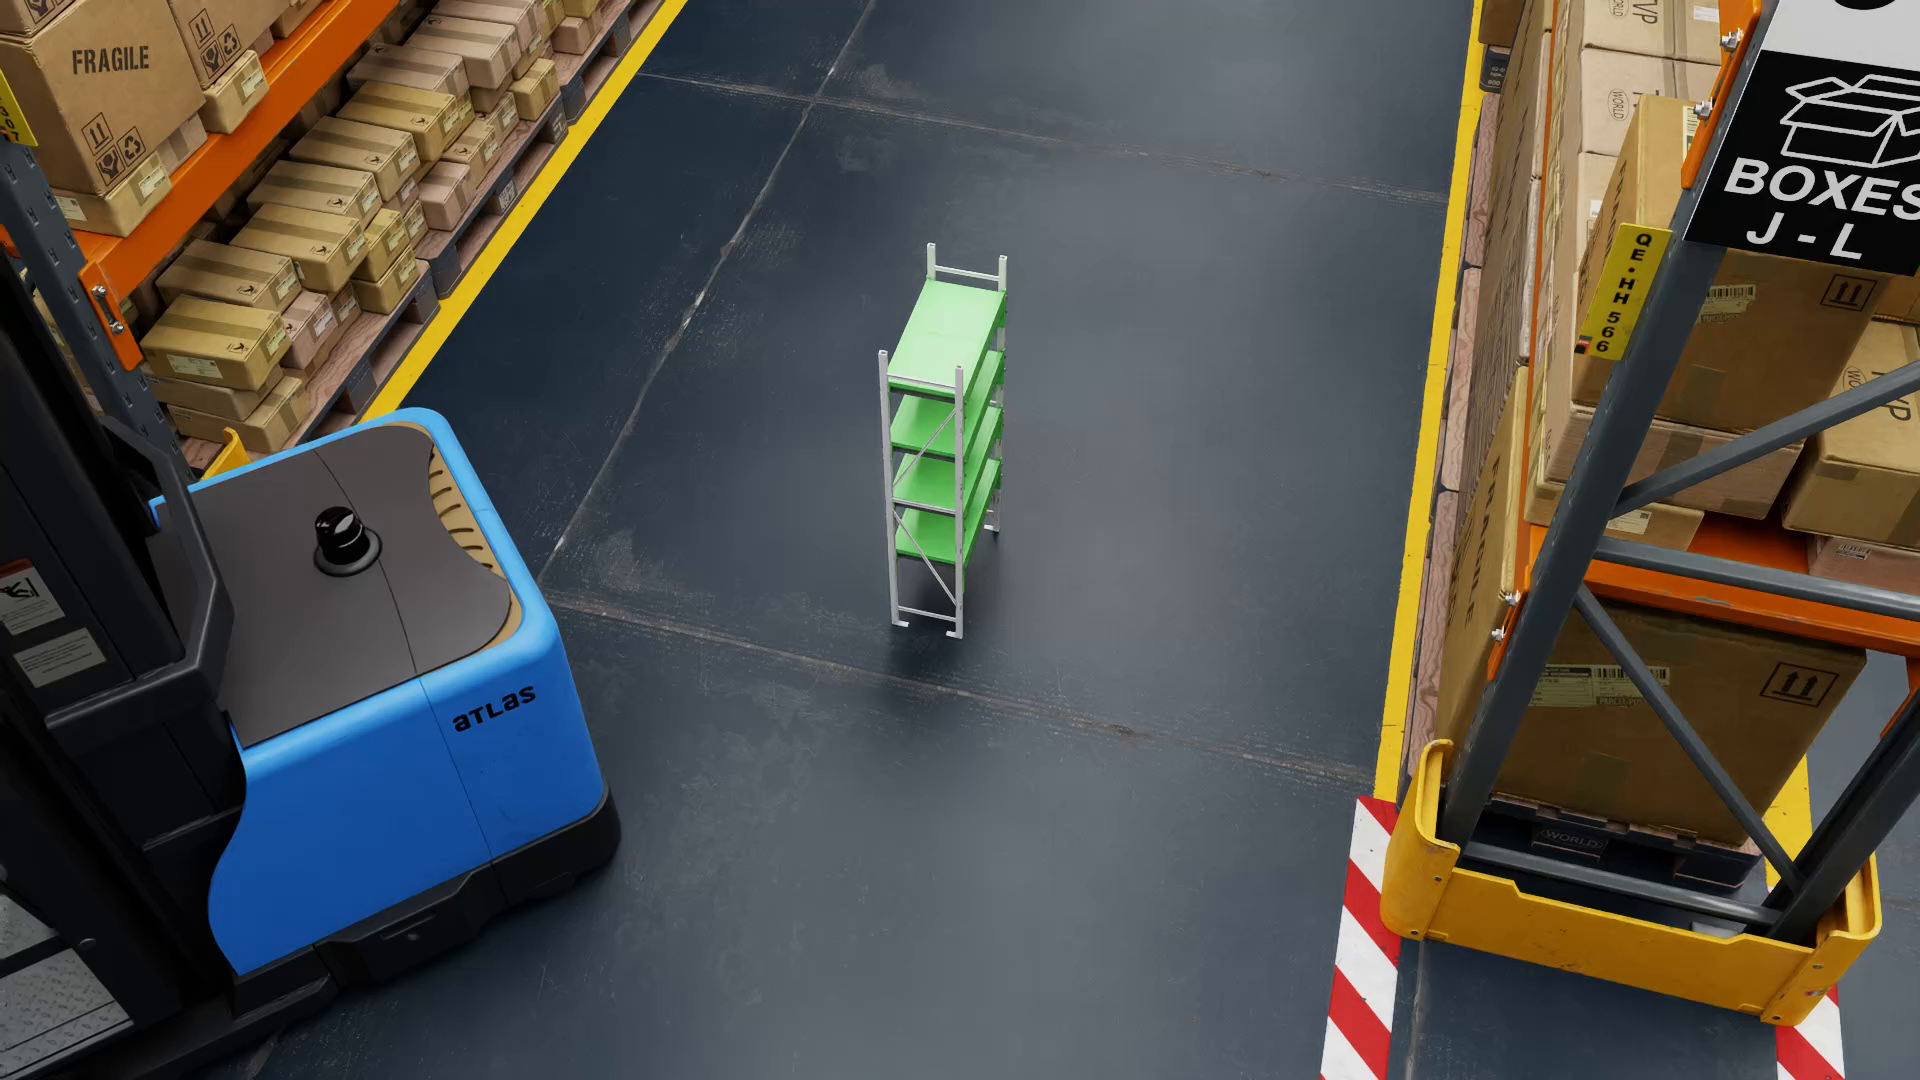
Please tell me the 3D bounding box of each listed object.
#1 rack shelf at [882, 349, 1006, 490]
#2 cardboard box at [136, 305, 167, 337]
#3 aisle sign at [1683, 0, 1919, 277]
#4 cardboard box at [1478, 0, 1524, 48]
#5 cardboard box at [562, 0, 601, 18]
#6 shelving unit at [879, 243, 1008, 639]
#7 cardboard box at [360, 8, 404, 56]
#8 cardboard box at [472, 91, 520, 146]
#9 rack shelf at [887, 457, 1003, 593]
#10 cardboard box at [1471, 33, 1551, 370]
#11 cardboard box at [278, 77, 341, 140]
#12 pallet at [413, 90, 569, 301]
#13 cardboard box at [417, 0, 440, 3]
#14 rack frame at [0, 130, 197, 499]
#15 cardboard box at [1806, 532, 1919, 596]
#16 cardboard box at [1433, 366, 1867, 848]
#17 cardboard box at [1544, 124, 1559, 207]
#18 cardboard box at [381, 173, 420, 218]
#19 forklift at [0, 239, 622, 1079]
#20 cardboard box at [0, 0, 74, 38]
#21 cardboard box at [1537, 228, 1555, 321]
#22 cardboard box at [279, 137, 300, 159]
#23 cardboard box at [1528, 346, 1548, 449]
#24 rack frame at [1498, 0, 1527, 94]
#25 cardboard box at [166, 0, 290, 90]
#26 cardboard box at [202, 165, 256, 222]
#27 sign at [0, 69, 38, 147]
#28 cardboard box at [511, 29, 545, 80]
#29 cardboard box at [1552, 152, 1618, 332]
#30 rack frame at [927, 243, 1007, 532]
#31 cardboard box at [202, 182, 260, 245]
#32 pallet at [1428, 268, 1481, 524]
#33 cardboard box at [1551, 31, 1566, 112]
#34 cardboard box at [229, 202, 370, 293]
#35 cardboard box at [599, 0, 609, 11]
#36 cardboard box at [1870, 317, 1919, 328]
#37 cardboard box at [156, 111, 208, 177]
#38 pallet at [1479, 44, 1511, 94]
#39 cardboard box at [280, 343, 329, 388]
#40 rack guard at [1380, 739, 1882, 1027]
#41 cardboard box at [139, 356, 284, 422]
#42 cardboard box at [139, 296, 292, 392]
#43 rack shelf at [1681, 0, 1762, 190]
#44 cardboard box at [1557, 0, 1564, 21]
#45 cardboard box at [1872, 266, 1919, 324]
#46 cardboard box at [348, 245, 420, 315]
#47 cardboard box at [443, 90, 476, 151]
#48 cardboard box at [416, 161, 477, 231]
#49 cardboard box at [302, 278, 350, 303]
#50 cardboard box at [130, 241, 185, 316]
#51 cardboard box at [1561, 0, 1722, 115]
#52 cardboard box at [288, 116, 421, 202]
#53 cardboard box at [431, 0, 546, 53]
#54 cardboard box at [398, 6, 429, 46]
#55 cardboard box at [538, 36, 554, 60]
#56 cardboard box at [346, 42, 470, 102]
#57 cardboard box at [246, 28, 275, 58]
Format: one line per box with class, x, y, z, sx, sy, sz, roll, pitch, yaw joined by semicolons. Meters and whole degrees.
rack shelf;-0.044;-0.394;5.062;0.258;0.148;0.480;12;50;10
cardboard box;-2.963;-0.862;5.933;0.380;0.149;0.250;11;49;9
aisle sign;1.503;-0.767;2.693;0.394;0.787;0.004;12;50;10
cardboard box;3.014;-2.696;7.266;1.225;0.875;0.875;12;50;10
cardboard box;-1.783;-2.453;7.337;0.380;0.149;0.250;10;49;9
shelving unit;-0.044;-0.277;5.194;0.258;1.200;0.503;12;50;10
cardboard box;-2.518;-2.075;6.805;0.380;0.149;0.250;10;49;8
cardboard box;-2.074;-1.766;6.929;0.380;0.149;0.250;12;50;11
rack shelf;-0.044;-0.076;5.422;0.258;0.148;0.480;12;50;10
cardboard box;2.377;-1.116;5.872;0.875;0.875;0.875;12;50;10
cardboard box;-2.662;-1.709;6.482;0.380;0.149;0.250;10;49;9
pallet;-2.356;-1.544;6.972;1.003;0.211;1.213;12;50;10
cardboard box;-2.380;-2.456;7.141;0.380;0.149;0.250;10;49;9
rack frame;-2.947;-0.952;4.589;1.000;3.000;0.127;12;50;10
cardboard box;2.223;-0.008;3.924;0.380;0.149;0.250;12;50;10
cardboard box;1.903;0.185;4.723;0.875;0.875;0.875;12;50;10
cardboard box;1.923;-1.066;4.858;0.380;0.149;0.250;12;50;10
cardboard box;-2.305;-1.330;6.346;0.380;0.149;0.250;9;49;8
forklift;-2.527;0.215;3.606;3.031;2.935;1.130;-24;53;-20
cardboard box;-2.573;-1.687;4.306;0.500;0.500;0.500;11;50;10
cardboard box;1.789;-0.690;4.526;0.380;0.149;0.250;12;50;11
cardboard box;-2.739;-1.619;6.601;0.380;0.149;0.250;14;50;12
cardboard box;1.654;-0.328;4.206;0.380;0.149;0.250;12;50;10
rack frame;2.864;-2.793;6.215;1.000;3.000;0.127;12;50;10
cardboard box;-2.446;-1.746;5.025;0.500;0.500;0.500;12;50;10
cardboard box;-2.856;-1.335;6.152;0.380;0.149;0.250;10;49;9
sign;-2.423;-1.131;4.170;0.100;0.325;0.005;12;50;10
cardboard box;-1.992;-2.103;7.028;0.380;0.149;0.250;13;50;11
cardboard box;1.817;-0.718;4.285;0.500;0.250;0.500;11;49;9
rack frame;0.021;-0.454;5.350;0.240;1.200;0.015;12;50;10
cardboard box;-2.778;-1.234;6.262;0.380;0.149;0.250;11;49;10
pallet;2.270;-0.451;6.007;1.003;0.211;1.213;12;50;10
cardboard box;2.057;-1.434;5.182;0.380;0.149;0.250;10;49;9
cardboard box;-2.335;-1.036;5.889;0.380;0.149;0.250;11;50;10
cardboard box;-1.818;-2.518;7.593;0.380;0.149;0.250;13;50;11
cardboard box;2.329;-0.620;4.198;0.500;0.250;0.500;11;49;10
cardboard box;-2.518;-1.231;5.003;0.380;0.149;0.250;13;50;11
pallet;2.995;-2.443;7.766;1.003;0.211;1.213;12;50;10
cardboard box;-2.510;-0.669;5.961;0.380;0.149;0.250;11;50;10
rack guard;1.805;0.945;4.583;1.175;0.500;0.348;12;50;10
cardboard box;-2.561;-0.574;5.679;0.380;0.149;0.250;13;50;12
cardboard box;-2.481;-0.656;5.553;0.380;0.149;0.250;10;49;8
rack shelf;2.338;-2.101;4.083;1.077;0.370;4.000;12;50;10
cardboard box;2.193;-1.805;5.510;0.380;0.149;0.250;11;49;10
cardboard box;2.330;-0.852;3.903;0.500;0.500;0.500;10;49;9
cardboard box;-2.278;-1.013;6.265;0.380;0.149;0.250;12;50;10
cardboard box;-2.193;-1.728;6.698;0.380;0.149;0.250;14;50;12
cardboard box;-2.154;-1.379;6.588;0.380;0.149;0.250;9;49;8
cardboard box;-2.456;-0.956;6.016;0.380;0.149;0.250;12;50;11
cardboard box;-2.930;-0.948;5.810;0.380;0.149;0.250;12;50;11
cardboard box;2.084;-1.464;4.943;0.500;0.250;0.500;12;50;10
cardboard box;-2.267;-1.431;6.237;0.380;0.149;0.250;13;50;12
cardboard box;-1.950;-2.168;6.888;0.380;0.149;0.250;9;49;8
cardboard box;-2.476;-2.167;7.085;0.380;0.149;0.250;14;50;12
cardboard box;-2.011;-2.148;7.266;0.380;0.149;0.250;10;49;9
cardboard box;-2.180;-1.813;6.574;0.380;0.149;0.250;12;50;10
cardboard box;-2.460;-1.629;5.355;0.380;0.149;0.250;14;50;12
